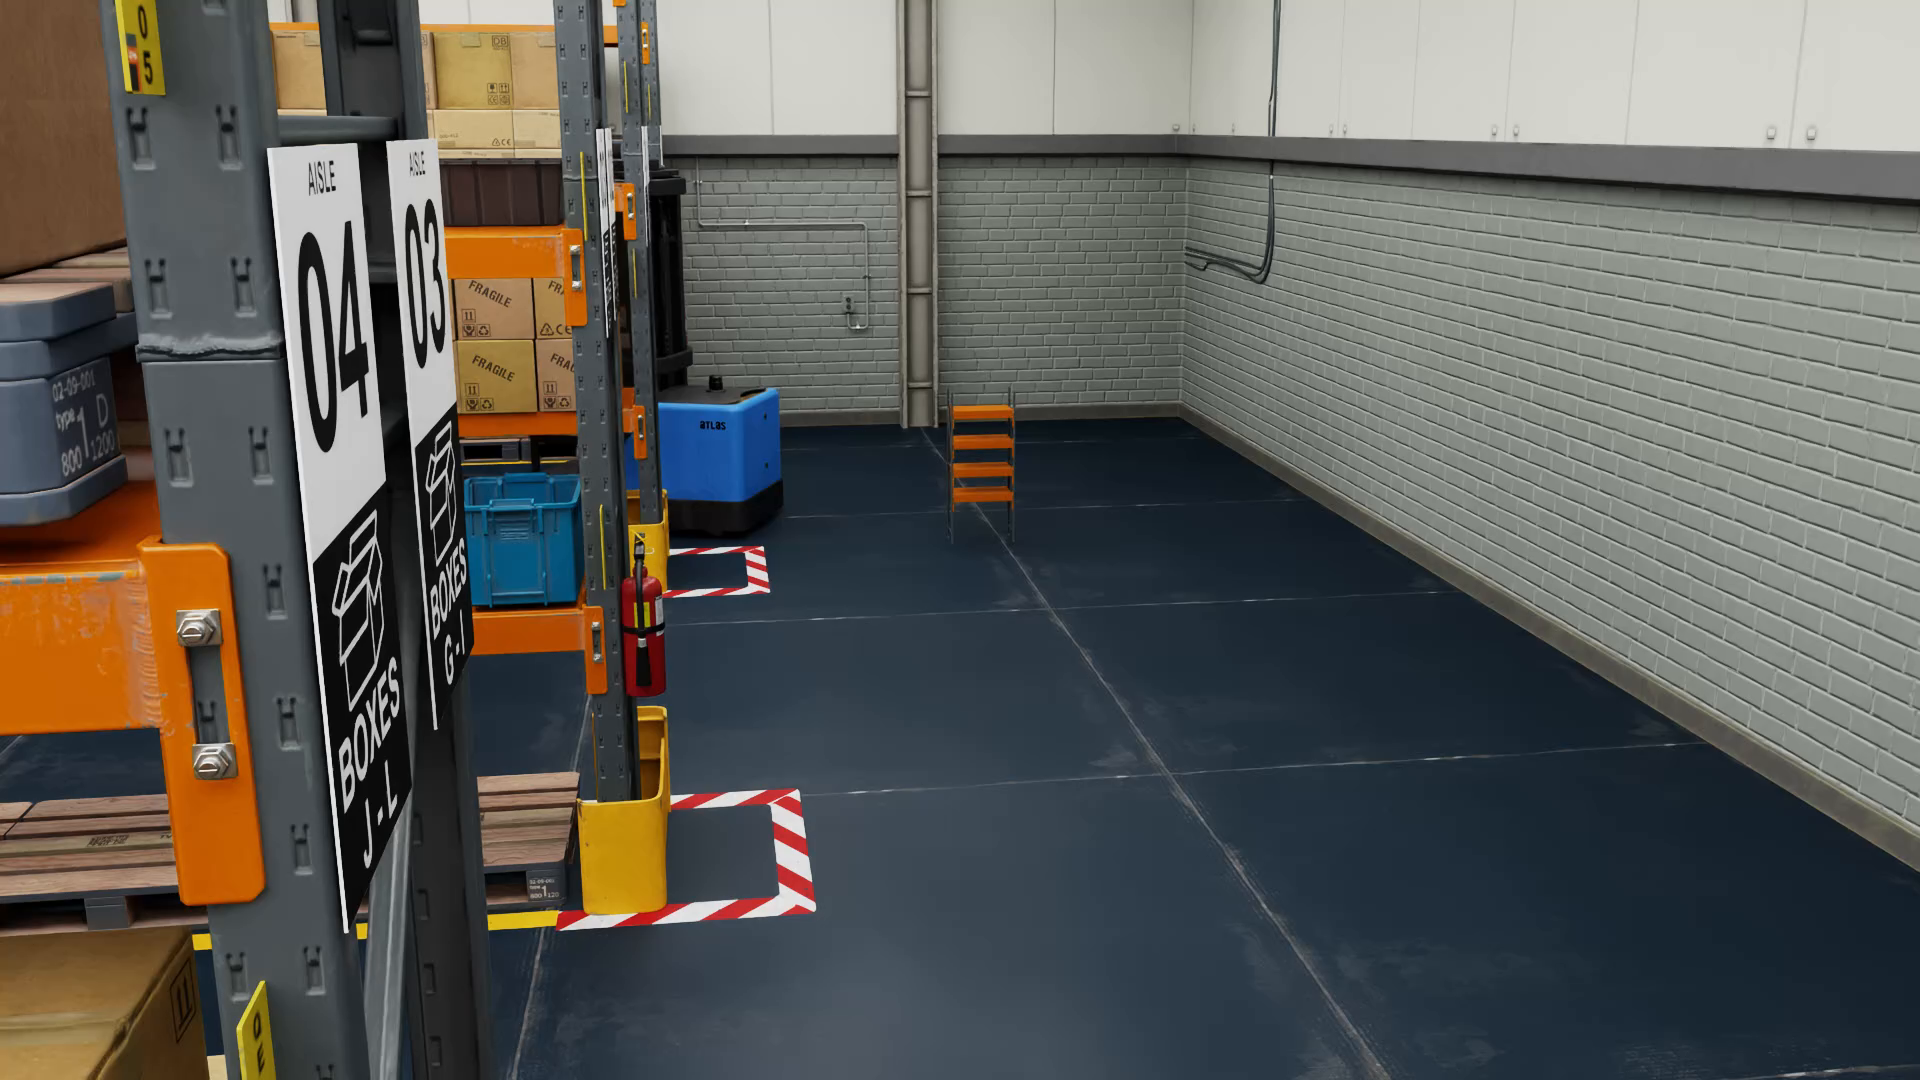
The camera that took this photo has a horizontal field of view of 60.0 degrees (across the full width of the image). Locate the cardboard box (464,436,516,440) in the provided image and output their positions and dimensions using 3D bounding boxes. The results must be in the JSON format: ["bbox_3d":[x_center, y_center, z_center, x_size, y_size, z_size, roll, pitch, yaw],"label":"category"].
[{"bbox_3d":[-4.661,-1.312,16.564,0.500,0.500,0.700,-3,14,-10],"label":"cardboard box"}]

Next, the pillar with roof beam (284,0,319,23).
[{"bbox_3d":[-5.742,-4.370,12.148,0.400,9.000,9.100,-2,14,-8],"label":"pillar with roof beam"}]

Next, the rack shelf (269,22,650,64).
[{"bbox_3d":[-4.969,-4.702,15.771,4.000,0.370,1.077,-2,14,-8],"label":"rack shelf"}]

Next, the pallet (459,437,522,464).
[{"bbox_3d":[-4.974,-0.963,16.629,1.213,0.211,1.003,-2,14,-8],"label":"pallet"}]

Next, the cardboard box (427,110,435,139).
[{"bbox_3d":[-3.709,-2.725,11.036,0.500,0.250,0.500,-2,14,-8],"label":"cardboard box"}]

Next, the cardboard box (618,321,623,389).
[{"bbox_3d":[-2.728,-1.312,12.080,0.500,0.500,0.500,-2,14,-7],"label":"cardboard box"}]

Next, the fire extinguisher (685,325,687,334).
[{"bbox_3d":[-2.774,-2.083,16.288,0.183,0.674,0.296,-2,14,-8],"label":"fire extinguisher"}]

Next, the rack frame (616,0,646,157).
[{"bbox_3d":[-2.250,-4.126,11.173,0.127,3.000,1.000,-2,14,-8],"label":"rack frame"}]

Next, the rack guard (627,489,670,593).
[{"bbox_3d":[-2.325,-0.001,12.196,0.348,0.500,1.175,-2,14,-8],"label":"rack guard"}]

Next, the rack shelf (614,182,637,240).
[{"bbox_3d":[-4.228,-2.249,11.337,4.000,0.370,1.077,-2,14,-8],"label":"rack shelf"}]

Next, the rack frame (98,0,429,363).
[{"bbox_3d":[-0.778,-1.743,1.671,0.127,3.000,1.000,-2,14,-8],"label":"rack frame"}]

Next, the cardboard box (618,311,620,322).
[{"bbox_3d":[-2.728,-1.797,11.958,0.500,0.500,0.500,-2,14,-7],"label":"cardboard box"}]

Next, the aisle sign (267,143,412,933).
[{"bbox_3d":[-0.662,-0.024,1.807,0.004,0.787,0.394,-2,14,-8],"label":"aisle sign"}]

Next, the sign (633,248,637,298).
[{"bbox_3d":[-2.187,-1.796,11.189,0.005,0.325,0.100,-2,14,-8],"label":"sign"}]

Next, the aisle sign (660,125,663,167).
[{"bbox_3d":[-2.876,-3.599,16.060,0.004,0.787,0.394,-2,14,-8],"label":"aisle sign"}]

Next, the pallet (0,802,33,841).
[{"bbox_3d":[-4.750,1.437,7.056,1.213,0.211,1.003,-2,14,-8],"label":"pallet"}]

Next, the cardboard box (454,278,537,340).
[{"bbox_3d":[-3.149,-1.648,11.367,0.500,0.500,0.500,-2,14,-7],"label":"cardboard box"}]

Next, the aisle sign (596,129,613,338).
[{"bbox_3d":[-1.401,-1.217,6.565,0.004,0.787,0.394,-2,14,-8],"label":"aisle sign"}]

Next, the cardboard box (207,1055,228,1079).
[{"bbox_3d":[-1.293,1.048,2.573,0.500,0.250,0.500,-2,14,-10],"label":"cardboard box"}]

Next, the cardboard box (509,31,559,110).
[{"bbox_3d":[-2.755,-3.182,11.314,0.500,0.500,0.700,-2,14,-8],"label":"cardboard box"}]

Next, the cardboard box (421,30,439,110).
[{"bbox_3d":[-3.741,-3.140,11.148,0.500,0.500,0.700,-2,14,-8],"label":"cardboard box"}]

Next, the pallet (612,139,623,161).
[{"bbox_3d":[-3.724,-3.790,16.182,1.213,0.211,1.003,-2,14,-8],"label":"pallet"}]

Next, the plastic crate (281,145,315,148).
[{"bbox_3d":[-3.067,-1.460,6.837,0.767,0.338,0.504,-2,14,-8],"label":"plastic crate"}]

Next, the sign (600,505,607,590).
[{"bbox_3d":[-1.418,0.028,6.606,0.005,0.325,0.100,-2,14,-8],"label":"sign"}]

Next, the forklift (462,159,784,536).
[{"bbox_3d":[-3.066,-1.619,13.653,3.031,2.935,1.130,3,14,13],"label":"forklift"}]

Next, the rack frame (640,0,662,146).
[{"bbox_3d":[-2.992,-5.317,15.924,0.127,3.000,1.000,-2,14,-8],"label":"rack frame"}]

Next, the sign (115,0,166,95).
[{"bbox_3d":[-0.711,-0.548,1.416,0.005,0.325,0.100,-2,14,-8],"label":"sign"}]

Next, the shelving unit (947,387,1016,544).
[{"bbox_3d":[0.164,-0.588,13.100,0.503,1.200,0.258,-2,14,-8],"label":"shelving unit"}]

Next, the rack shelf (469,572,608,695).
[{"bbox_3d":[-3.493,0.397,6.950,4.000,0.370,1.077,-2,14,-8],"label":"rack shelf"}]

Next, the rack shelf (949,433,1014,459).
[{"bbox_3d":[0.164,-0.740,13.062,0.480,0.148,0.258,-2,14,-8],"label":"rack shelf"}]

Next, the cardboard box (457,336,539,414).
[{"bbox_3d":[-3.165,-1.163,11.487,0.500,0.500,0.500,-2,14,-8],"label":"cardboard box"}]

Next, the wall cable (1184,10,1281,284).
[{"bbox_3d":[2.654,-3.930,16.776,0.112,2.526,3.097,-2,14,-8],"label":"wall cable"}]

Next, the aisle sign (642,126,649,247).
[{"bbox_3d":[-2.137,-2.405,11.303,0.004,0.787,0.394,-2,14,-8],"label":"aisle sign"}]

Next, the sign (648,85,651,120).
[{"bbox_3d":[-2.925,-4.122,15.668,0.005,0.325,0.100,-2,14,-8],"label":"sign"}]

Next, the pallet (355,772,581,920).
[{"bbox_3d":[-2.337,1.349,7.409,1.213,0.211,1.003,-2,14,-8],"label":"pallet"}]

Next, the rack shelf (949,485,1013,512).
[{"bbox_3d":[0.164,-0.330,13.164,0.480,0.148,0.258,-2,14,-8],"label":"rack shelf"}]

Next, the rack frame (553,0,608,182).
[{"bbox_3d":[-1.516,-2.934,6.422,0.127,3.000,1.000,-2,14,-8],"label":"rack frame"}]

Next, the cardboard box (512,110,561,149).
[{"bbox_3d":[-2.720,-2.760,11.177,0.500,0.250,0.500,-2,14,-8],"label":"cardboard box"}]

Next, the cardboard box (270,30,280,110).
[{"bbox_3d":[-4.721,-3.090,10.948,0.500,0.500,0.700,-2,14,-8],"label":"cardboard box"}]

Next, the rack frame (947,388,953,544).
[{"bbox_3d":[-0.078,-0.579,13.065,0.015,1.200,0.240,-2,14,-8],"label":"rack frame"}]

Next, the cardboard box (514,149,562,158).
[{"bbox_3d":[-2.719,-2.516,11.229,0.500,0.250,0.500,-2,14,-8],"label":"cardboard box"}]
